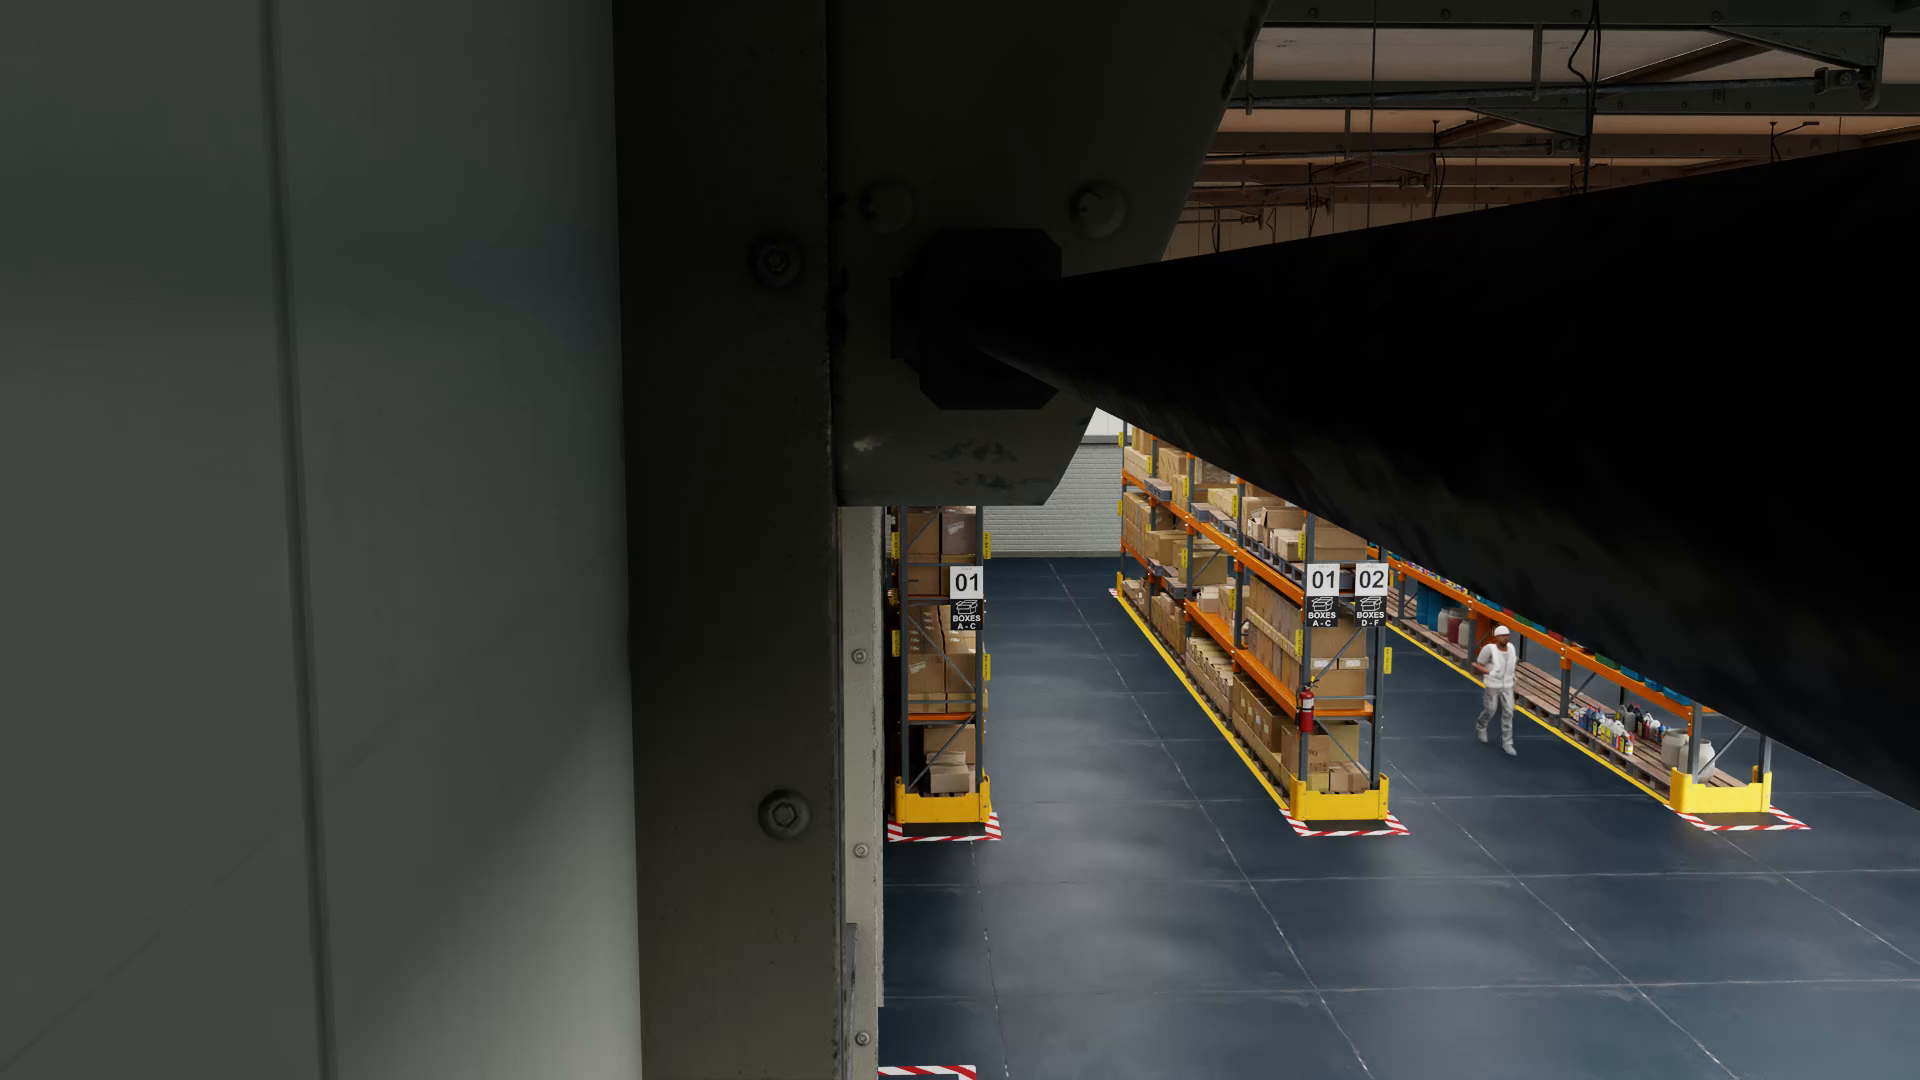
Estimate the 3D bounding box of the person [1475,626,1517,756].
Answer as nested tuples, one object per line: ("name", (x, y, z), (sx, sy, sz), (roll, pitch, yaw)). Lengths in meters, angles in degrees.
("person", (7.688, 2.101, 23.801), (0.674, 1.789, 0.931), (-1, 8, -7))
